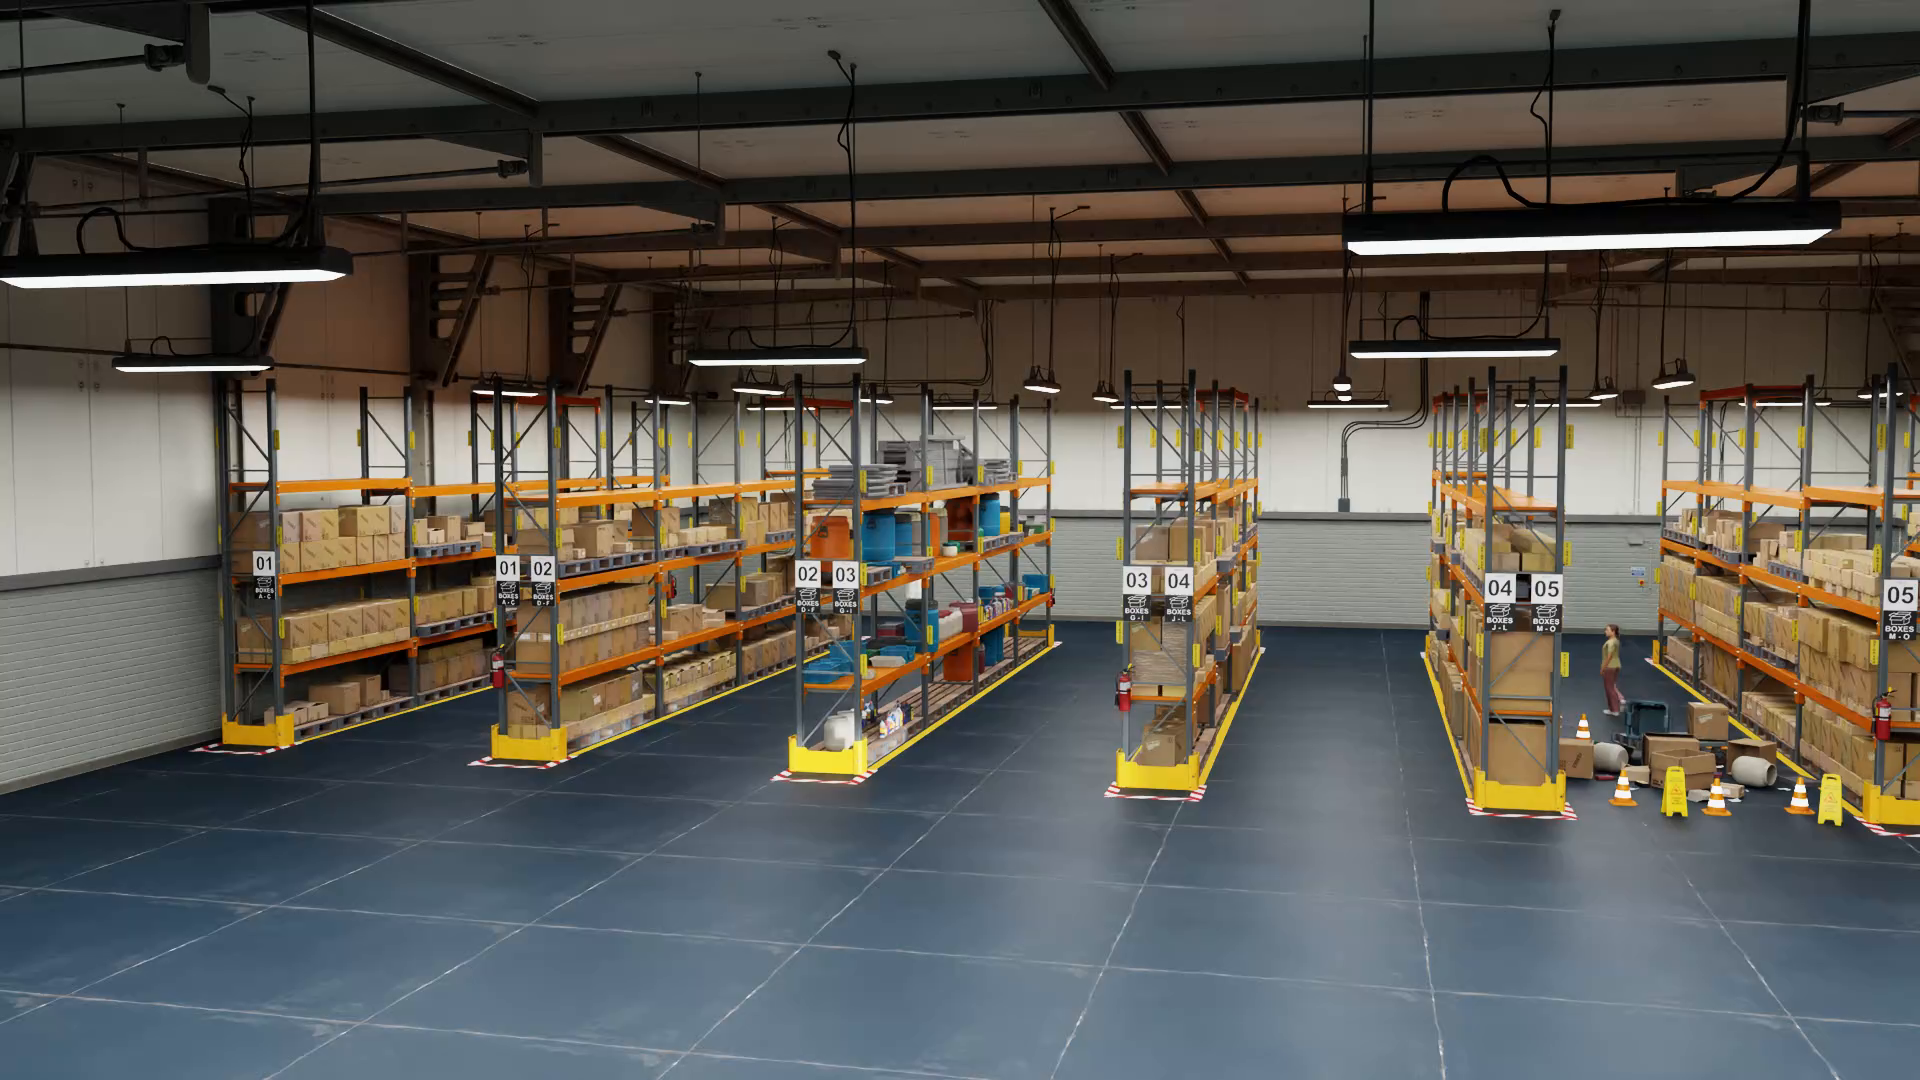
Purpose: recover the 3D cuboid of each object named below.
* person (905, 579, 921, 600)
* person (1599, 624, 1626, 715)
[{"bbox_3d":[-1.117,1.544,43.263,0.626,1.746,0.578,1,3,9],"label":"person"},{"bbox_3d":[11.825,2.344,30.194,0.472,1.659,0.473,-2,4,-30],"label":"person"}]
